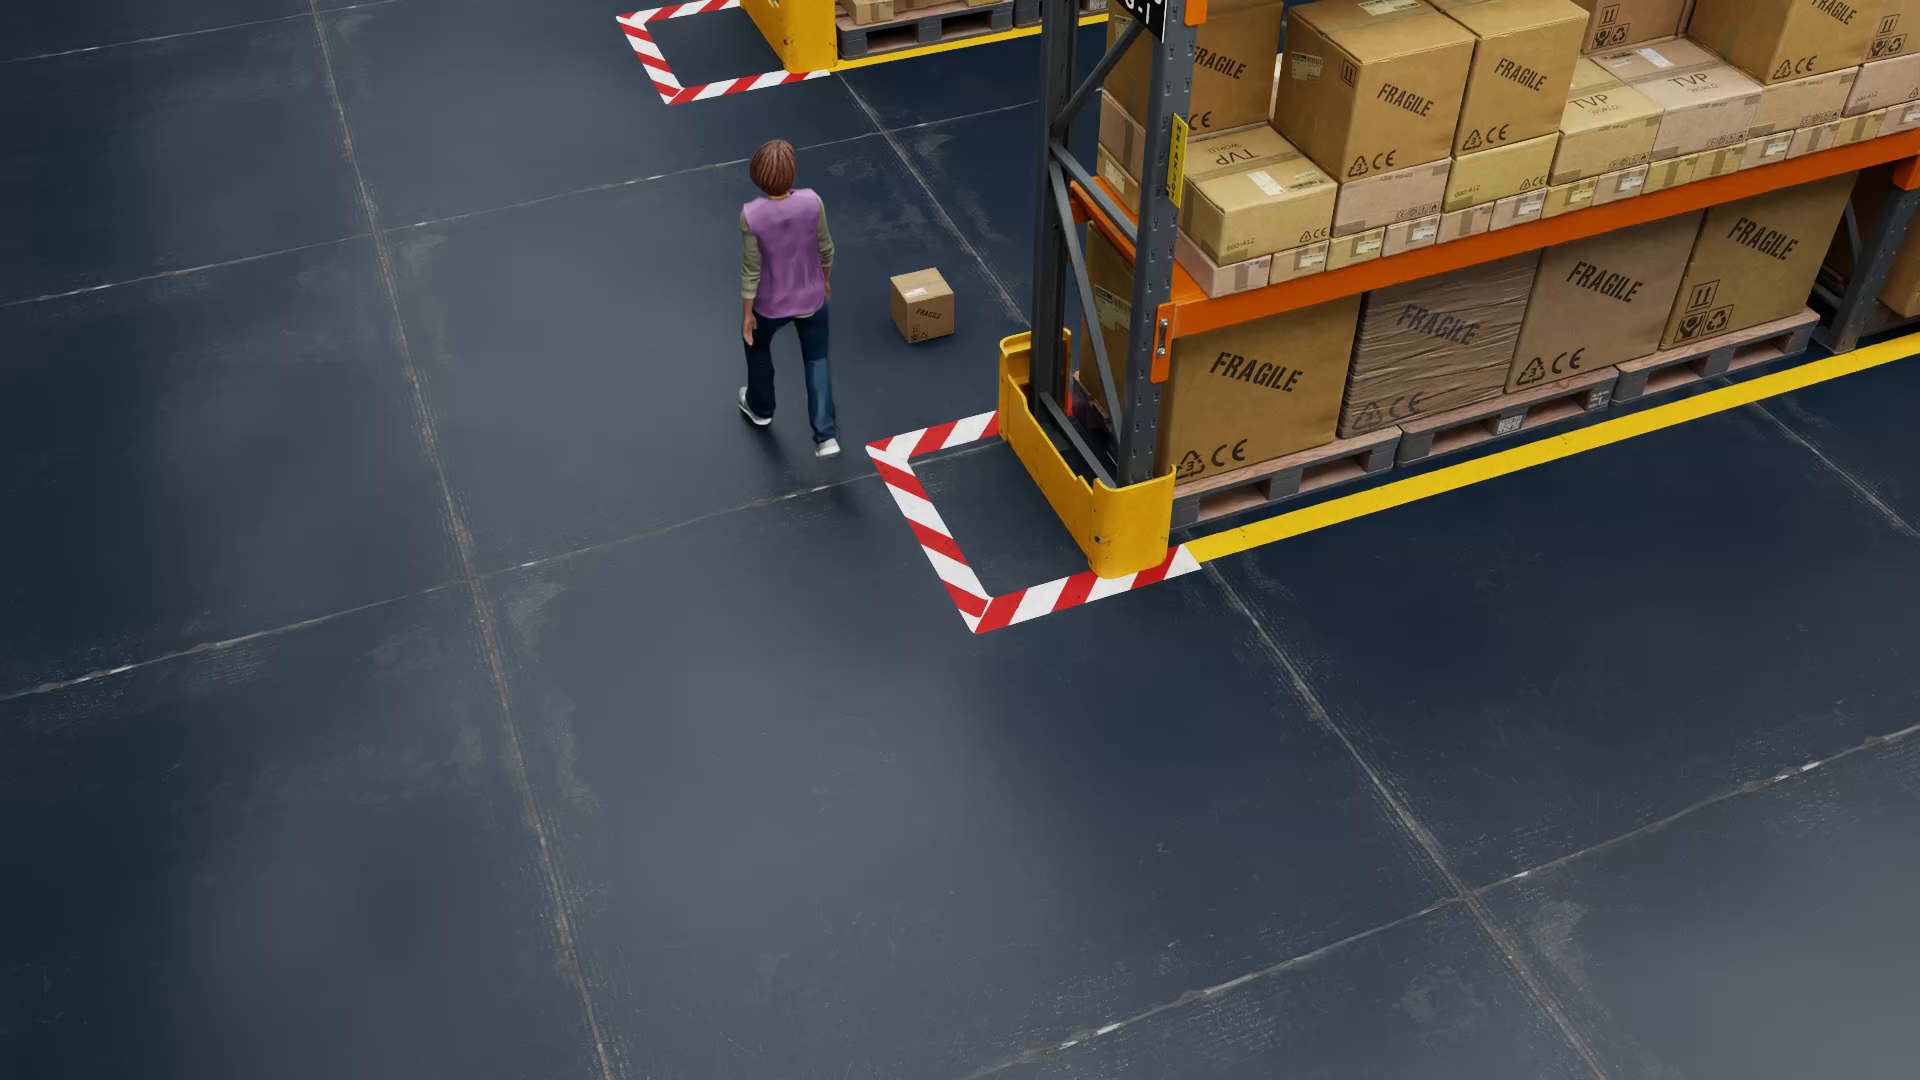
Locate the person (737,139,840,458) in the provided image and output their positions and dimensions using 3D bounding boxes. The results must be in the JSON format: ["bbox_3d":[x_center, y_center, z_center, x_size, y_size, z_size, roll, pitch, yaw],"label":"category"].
[{"bbox_3d":[-0.756,-1.054,7.313,0.445,1.556,0.833,-14,44,-15],"label":"person"}]
